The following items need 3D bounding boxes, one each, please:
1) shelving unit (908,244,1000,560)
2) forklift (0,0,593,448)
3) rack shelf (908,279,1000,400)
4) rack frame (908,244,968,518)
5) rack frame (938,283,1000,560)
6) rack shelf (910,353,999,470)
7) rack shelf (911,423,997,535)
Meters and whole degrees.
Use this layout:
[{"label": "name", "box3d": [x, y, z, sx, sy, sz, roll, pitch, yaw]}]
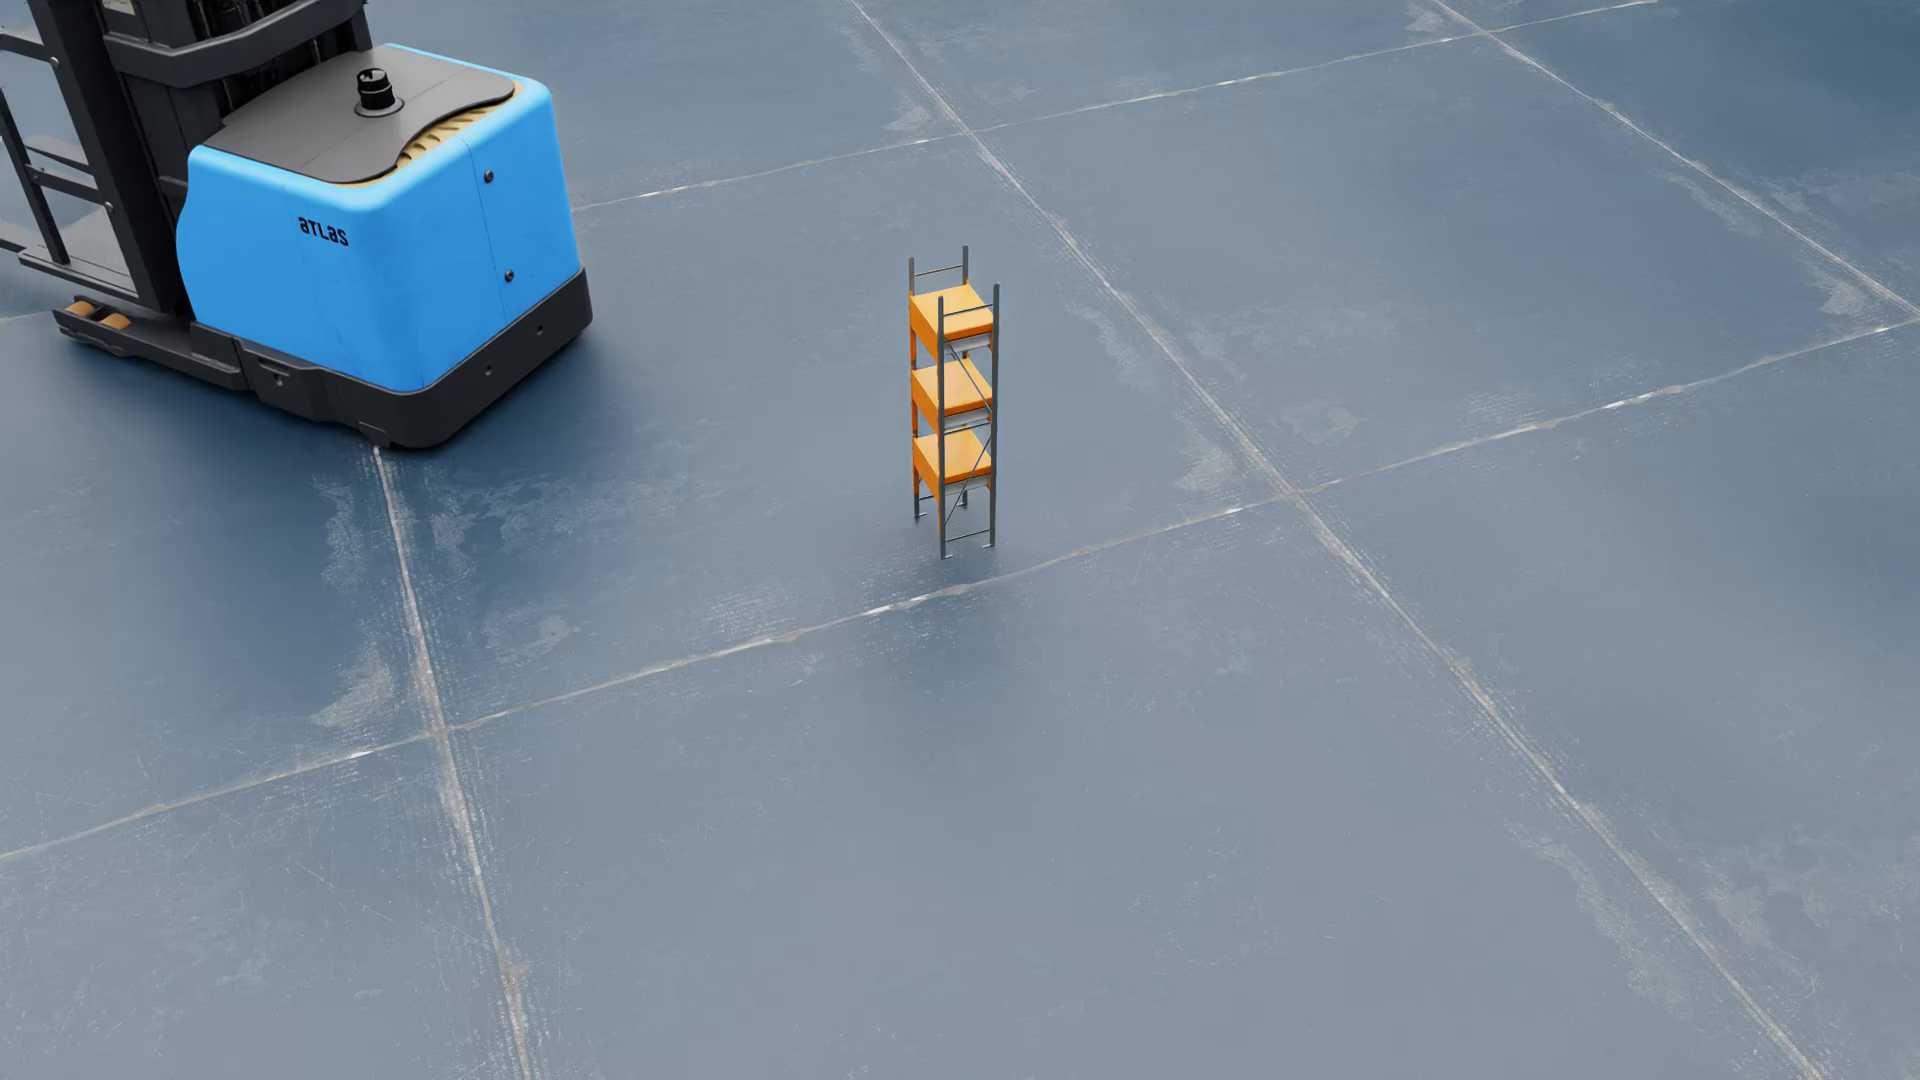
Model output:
[{"label": "shelving unit", "box3d": [-0.020, -0.430, 5.445, 0.215, 1.050, 0.252, -15, 43, -17]}, {"label": "forklift", "box3d": [-3.021, -2.124, 5.972, 3.031, 2.935, 1.130, 19, 44, 20]}, {"label": "rack shelf", "box3d": [-0.020, -0.637, 5.267, 0.215, 0.259, 0.240, -15, 43, -17]}, {"label": "rack frame", "box3d": [-0.067, -0.504, 5.531, 0.200, 1.050, 0.008, -15, 43, -17]}, {"label": "rack frame", "box3d": [0.026, -0.357, 5.360, 0.200, 1.050, 0.008, -15, 43, -17]}, {"label": "rack shelf", "box3d": [-0.020, -0.422, 5.452, 0.215, 0.259, 0.240, -15, 43, -17]}, {"label": "rack shelf", "box3d": [-0.020, -0.212, 5.633, 0.215, 0.259, 0.240, -15, 43, -17]}]
